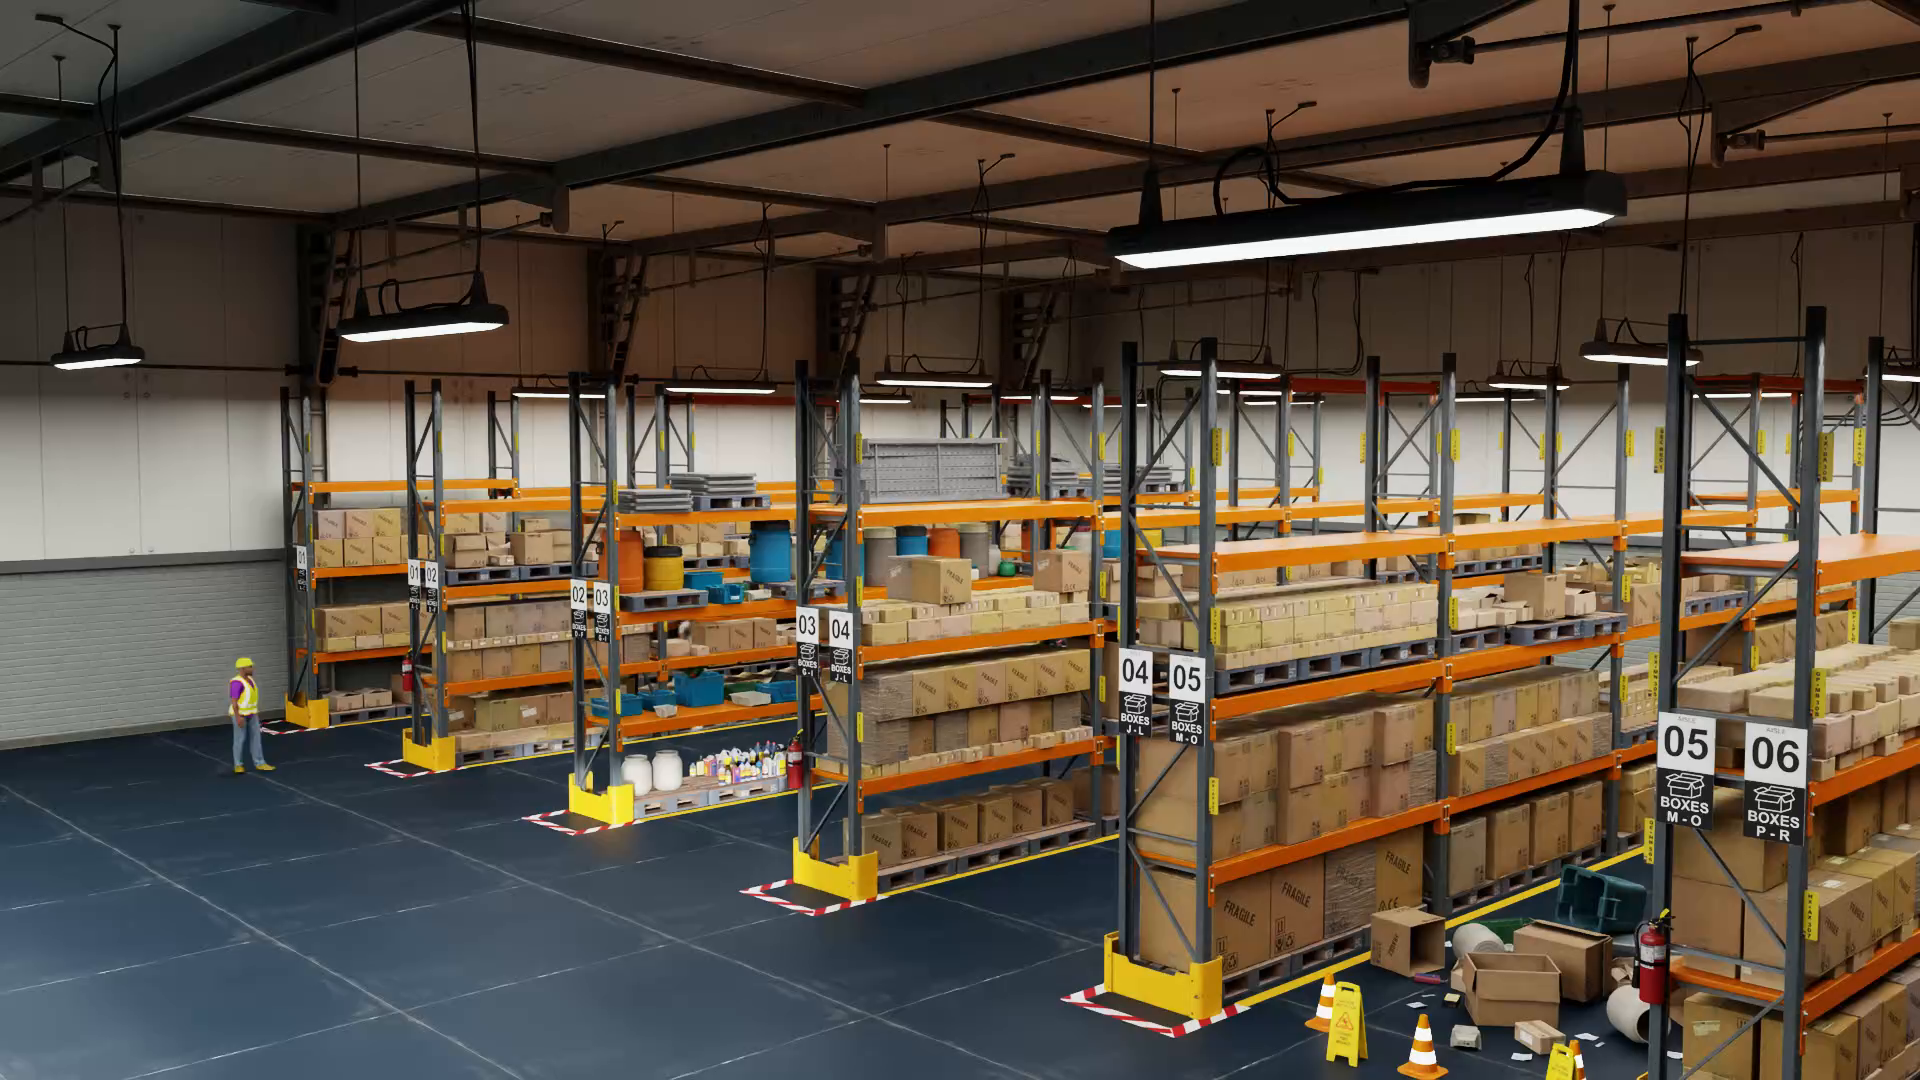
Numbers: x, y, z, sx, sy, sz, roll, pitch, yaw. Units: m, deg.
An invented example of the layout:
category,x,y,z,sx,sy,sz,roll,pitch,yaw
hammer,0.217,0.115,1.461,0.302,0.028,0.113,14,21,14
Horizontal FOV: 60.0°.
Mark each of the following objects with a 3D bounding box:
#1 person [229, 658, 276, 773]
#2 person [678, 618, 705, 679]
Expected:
category,x,y,z,sx,sy,sz,roll,pitch,yaw
person,-10.866,2.675,25.339,0.569,1.761,0.616,1,4,19
person,-5.297,2.217,32.891,0.637,1.751,0.673,-1,4,-16
